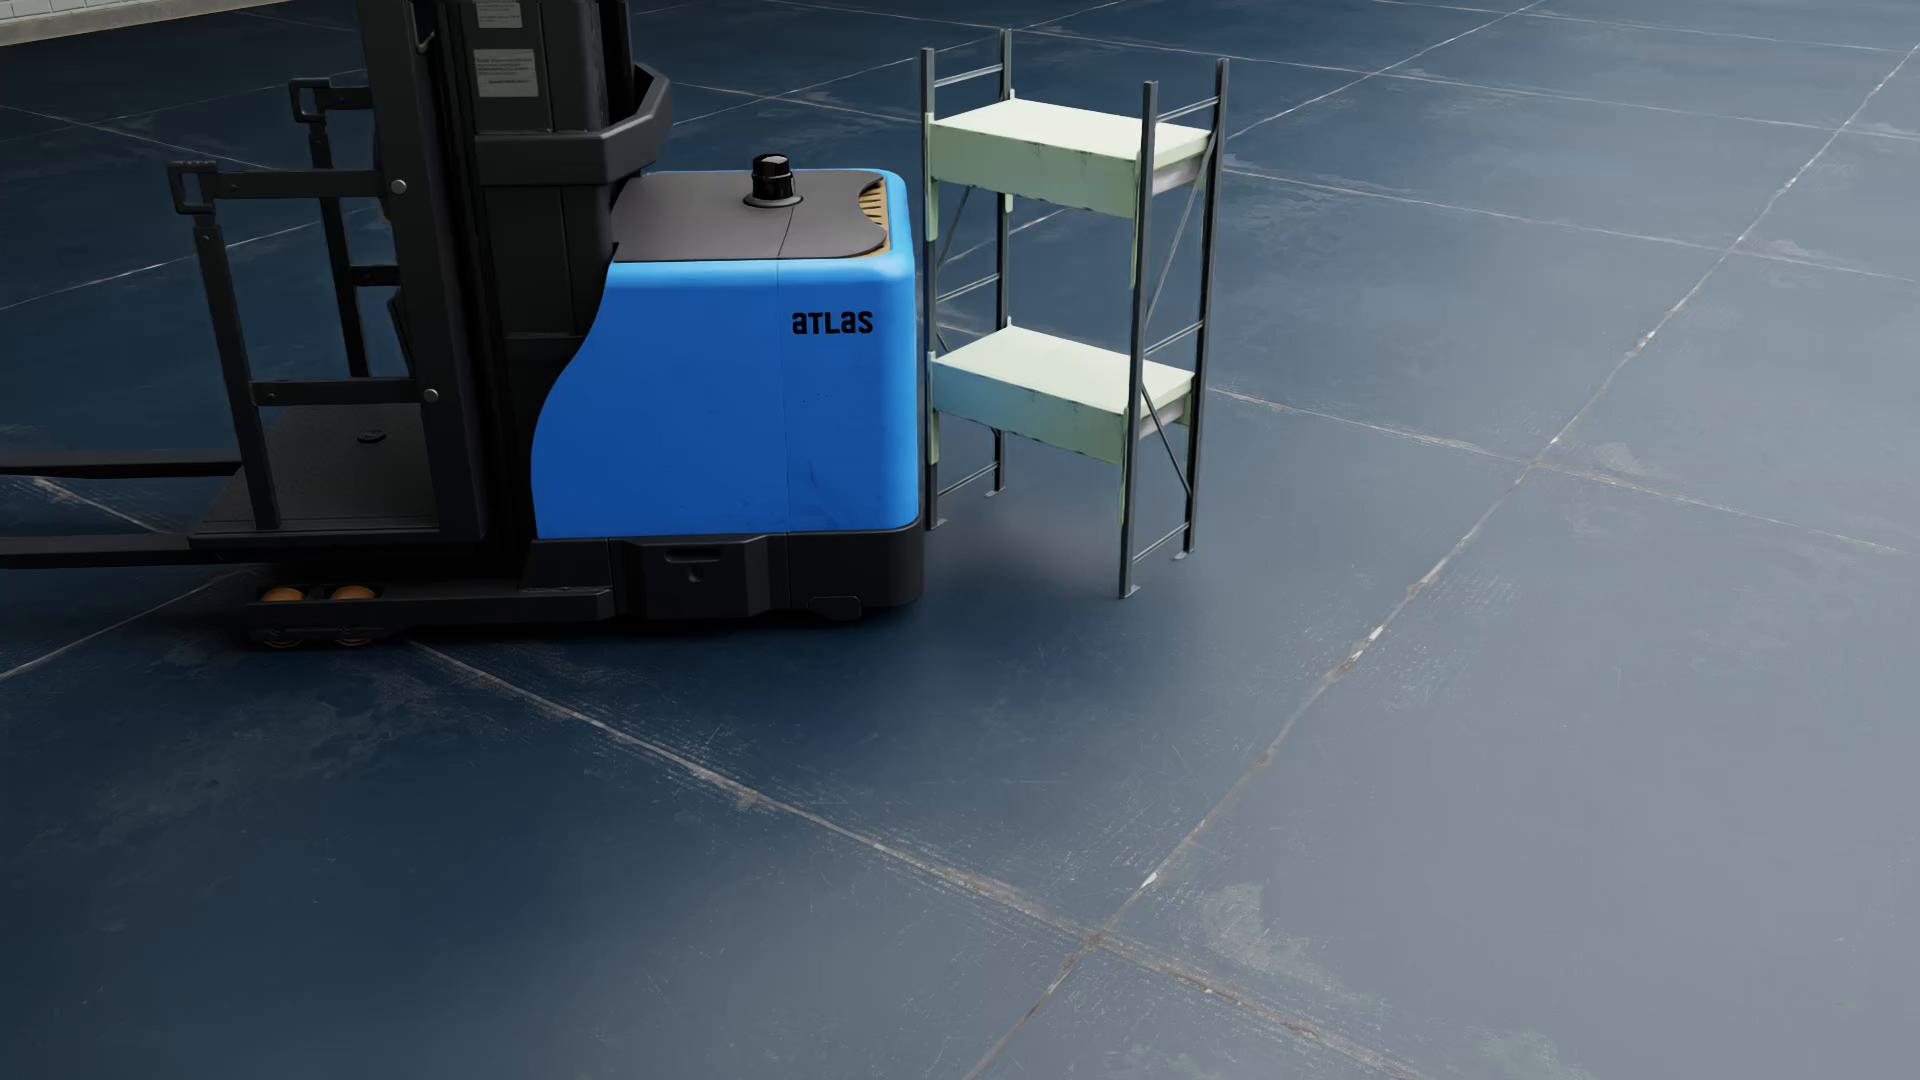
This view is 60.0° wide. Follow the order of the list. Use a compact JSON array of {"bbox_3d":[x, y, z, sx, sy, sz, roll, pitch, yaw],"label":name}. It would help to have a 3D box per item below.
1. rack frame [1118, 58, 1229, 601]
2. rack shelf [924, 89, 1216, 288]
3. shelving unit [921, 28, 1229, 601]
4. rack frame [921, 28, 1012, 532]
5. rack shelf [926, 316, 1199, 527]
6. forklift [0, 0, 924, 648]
[{"bbox_3d":[0.599,-0.565,4.706,0.023,1.500,0.400,19,33,33],"label":"rack frame"},{"bbox_3d":[0.310,-1.015,4.729,0.720,0.370,0.431,19,33,33],"label":"rack shelf"},{"bbox_3d":[0.310,-0.667,4.906,0.755,1.500,0.431,19,33,33],"label":"shelving unit"},{"bbox_3d":[0.021,-0.769,5.107,0.023,1.500,0.400,19,33,33],"label":"rack frame"},{"bbox_3d":[0.310,-0.376,5.054,0.720,0.370,0.431,19,33,33],"label":"rack shelf"},{"bbox_3d":[-1.643,-1.251,4.477,3.031,2.935,1.130,-2,27,-3],"label":"forklift"}]
